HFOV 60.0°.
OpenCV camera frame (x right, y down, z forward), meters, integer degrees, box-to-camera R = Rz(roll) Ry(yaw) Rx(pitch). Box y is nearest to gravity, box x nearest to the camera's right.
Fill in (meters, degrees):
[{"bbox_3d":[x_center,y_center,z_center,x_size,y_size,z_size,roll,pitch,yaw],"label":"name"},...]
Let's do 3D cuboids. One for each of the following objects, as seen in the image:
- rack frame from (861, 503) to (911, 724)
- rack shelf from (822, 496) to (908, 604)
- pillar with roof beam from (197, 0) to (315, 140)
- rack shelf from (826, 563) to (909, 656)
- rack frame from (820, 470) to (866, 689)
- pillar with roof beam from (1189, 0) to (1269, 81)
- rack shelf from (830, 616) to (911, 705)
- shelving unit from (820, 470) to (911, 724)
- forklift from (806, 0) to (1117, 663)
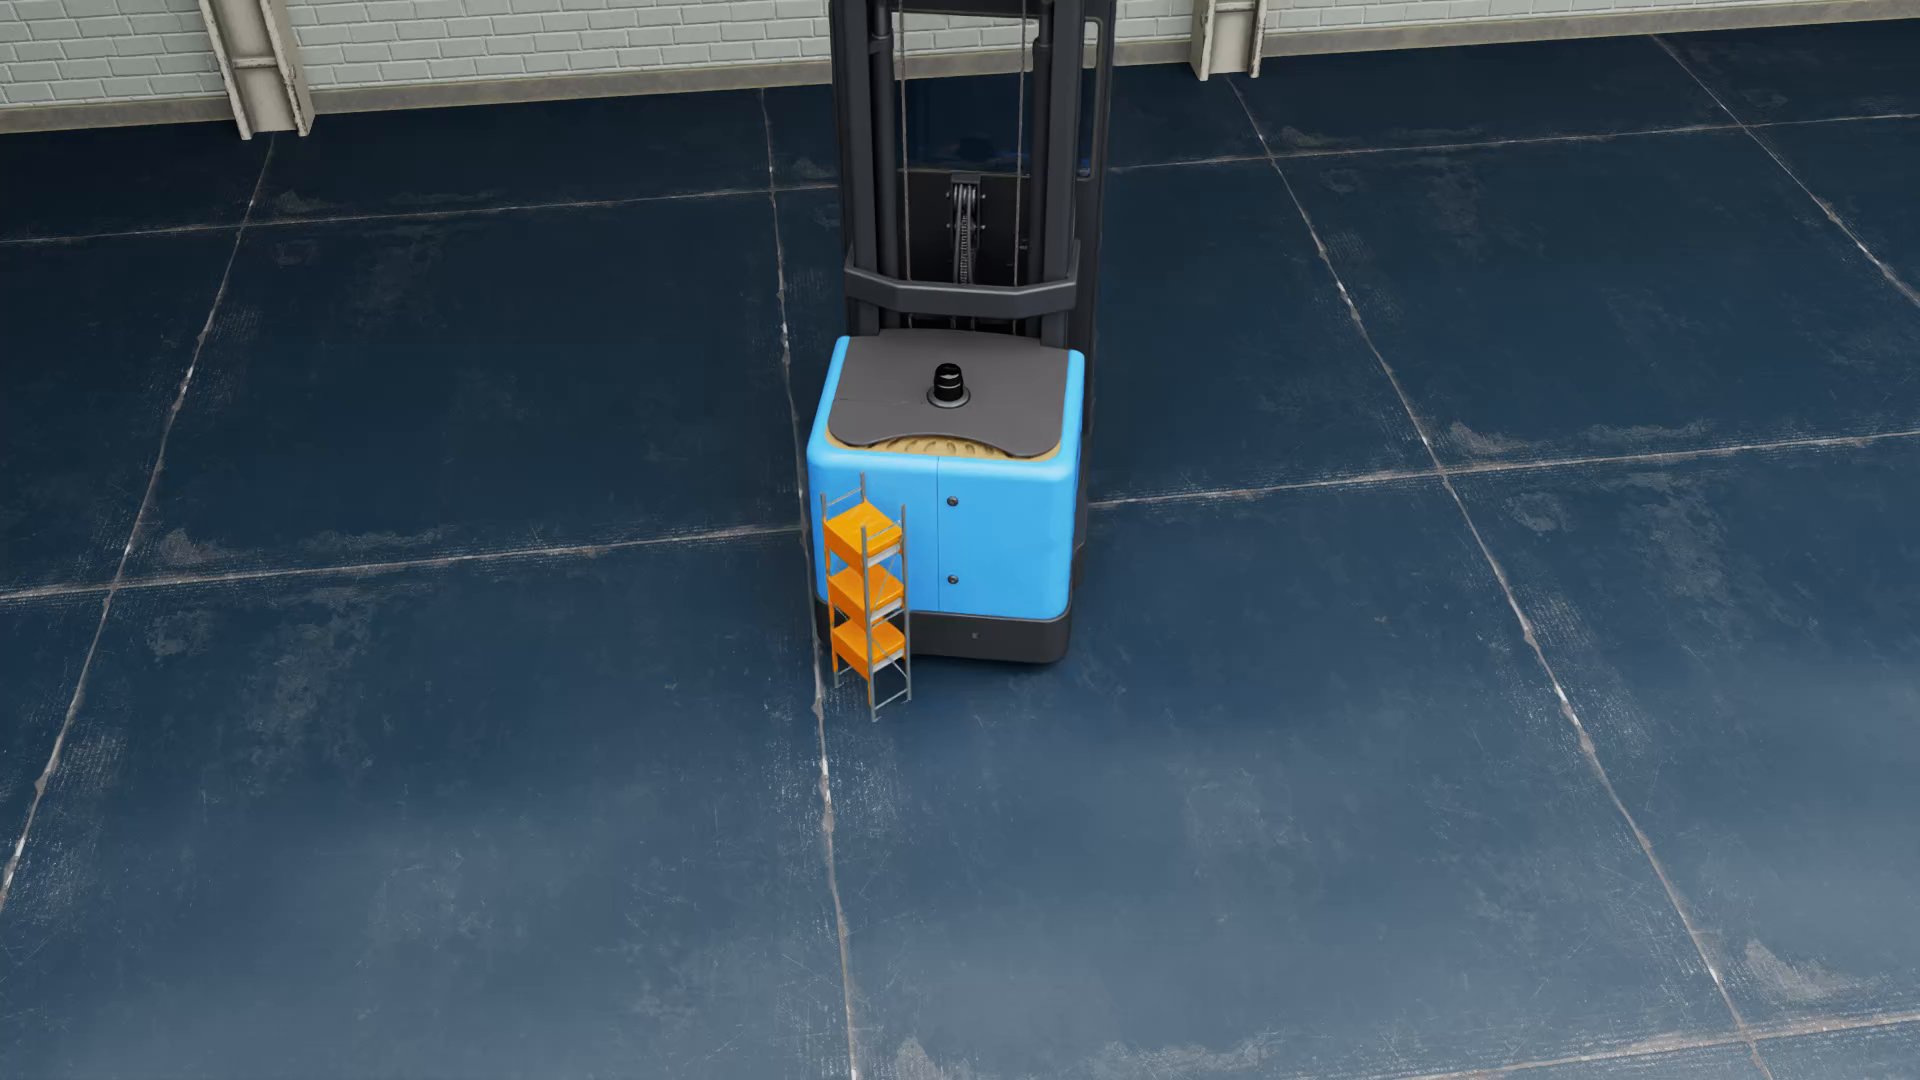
[{"bbox_3d":[-0.276,0.301,6.348,0.200,1.050,0.008,-29,50,-29],"label":"rack frame"},{"bbox_3d":[-0.354,0.036,6.234,0.215,0.259,0.240,-29,50,-29],"label":"rack shelf"},{"bbox_3d":[-3.666,-3.053,4.131,0.400,9.000,9.100,-5,42,-6],"label":"pillar with roof beam"},{"bbox_3d":[-0.355,0.246,6.424,0.215,0.259,0.240,-29,50,-29],"label":"rack shelf"},{"bbox_3d":[-0.433,0.176,6.486,0.200,1.050,0.008,-29,50,-29],"label":"rack frame"},{"bbox_3d":[2.283,-3.574,4.709,0.400,9.000,9.100,-5,42,-6],"label":"pillar with roof beam"},{"bbox_3d":[-0.355,0.452,6.610,0.215,0.259,0.240,-29,50,-29],"label":"rack shelf"},{"bbox_3d":[-0.355,0.238,6.417,0.215,1.050,0.252,-29,50,-29],"label":"shelving unit"},{"bbox_3d":[0.073,-1.569,7.016,1.130,2.935,3.031,4,42,4],"label":"forklift"}]
